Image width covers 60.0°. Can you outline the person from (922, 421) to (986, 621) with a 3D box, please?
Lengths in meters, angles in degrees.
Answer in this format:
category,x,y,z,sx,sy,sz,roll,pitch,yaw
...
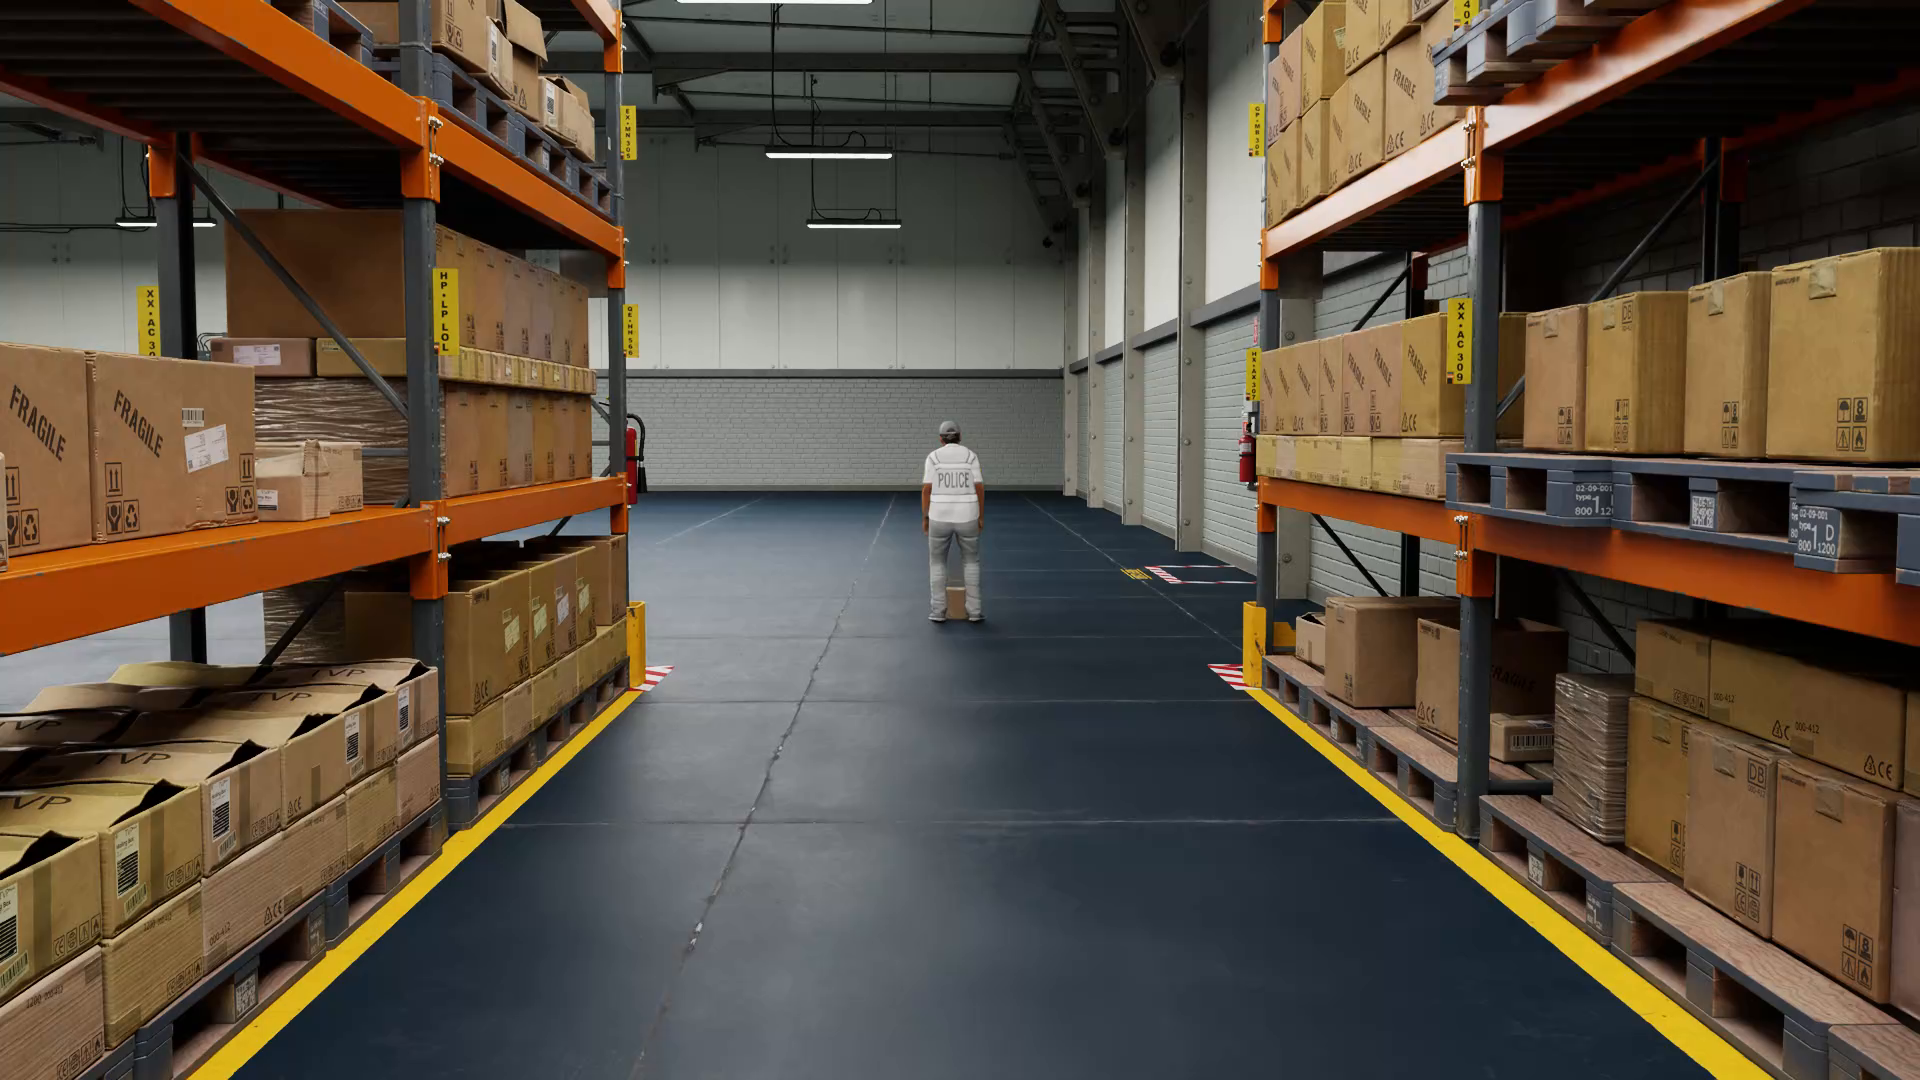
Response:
category,x,y,z,sx,sy,sz,roll,pitch,yaw
person,-0.048,-0.157,13.786,0.547,1.664,0.469,0,4,-4
